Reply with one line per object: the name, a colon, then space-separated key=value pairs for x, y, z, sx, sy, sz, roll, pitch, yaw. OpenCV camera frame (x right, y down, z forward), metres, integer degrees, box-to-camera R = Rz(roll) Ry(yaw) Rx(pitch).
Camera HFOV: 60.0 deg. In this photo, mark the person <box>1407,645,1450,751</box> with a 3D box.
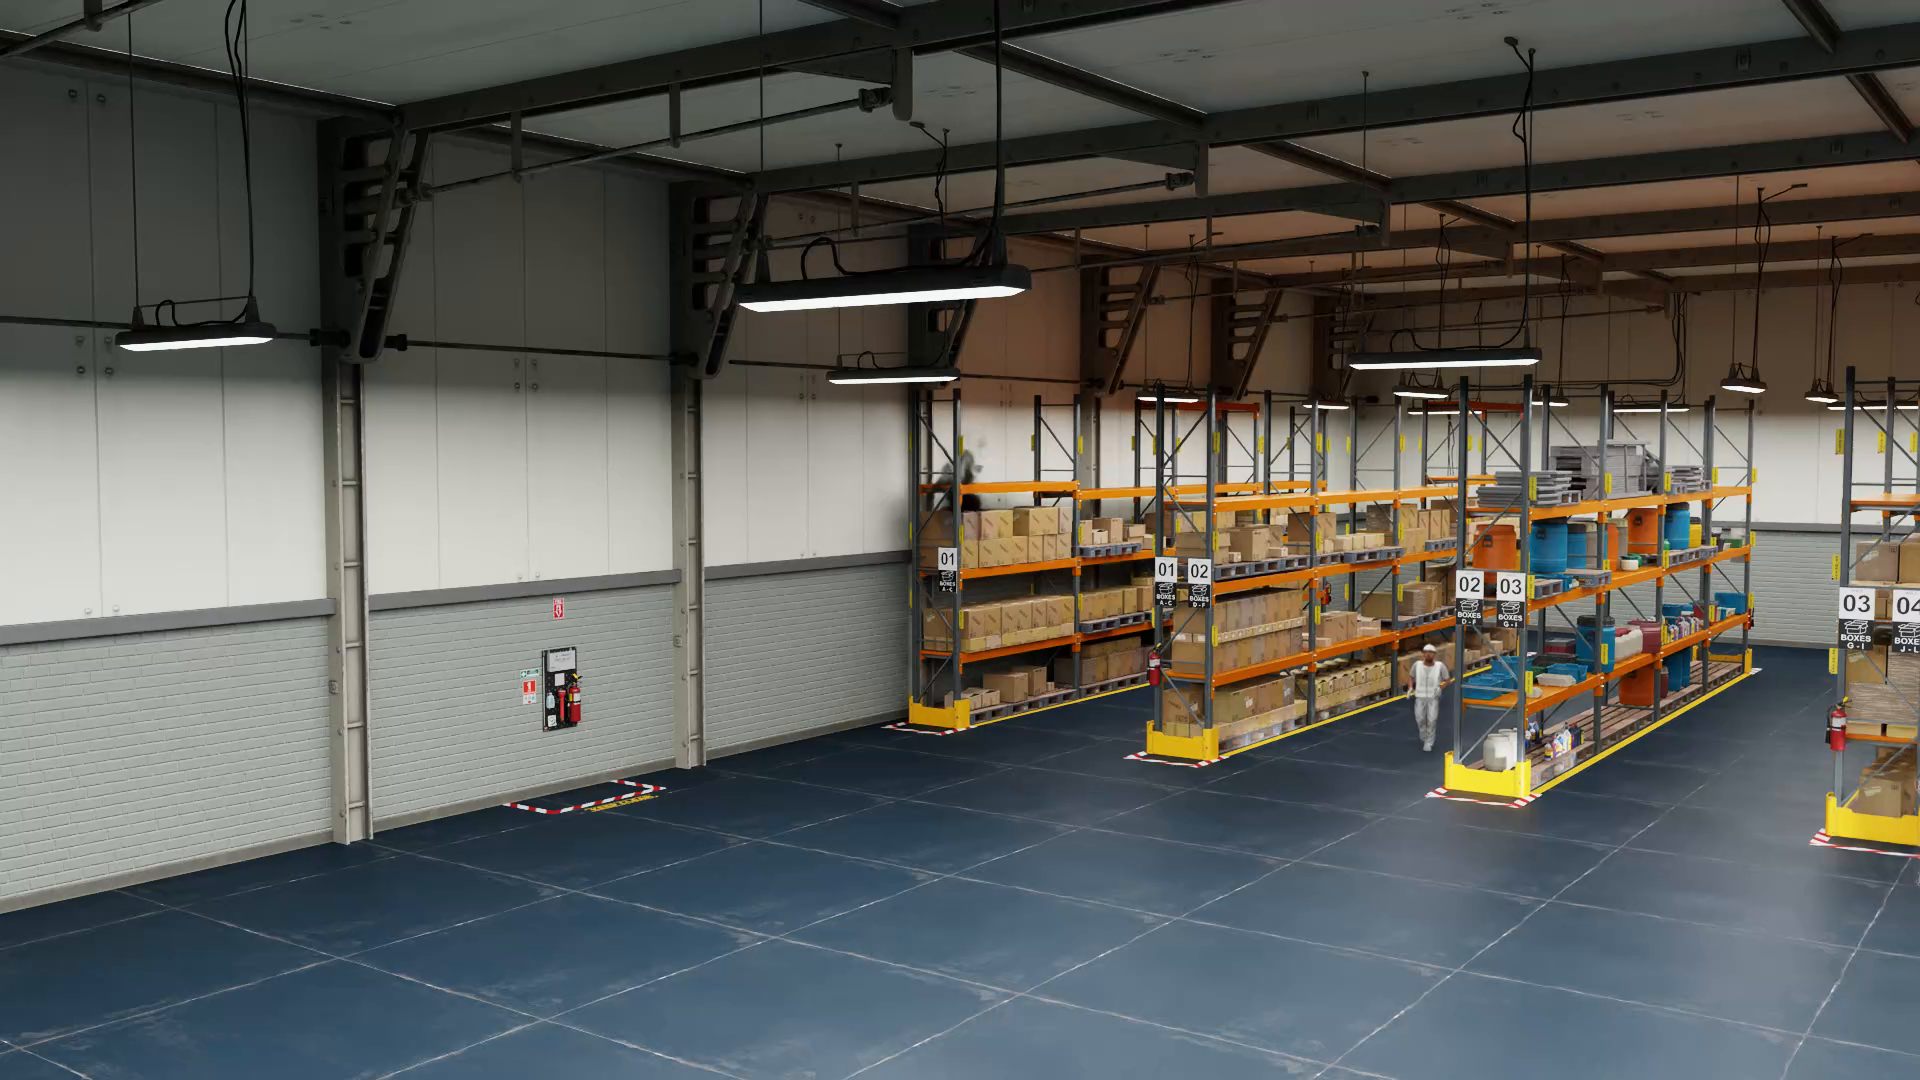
person: x=7.687 y=2.583 z=27.321 sx=0.675 sy=1.737 sz=0.600 roll=1 pitch=4 yaw=23
